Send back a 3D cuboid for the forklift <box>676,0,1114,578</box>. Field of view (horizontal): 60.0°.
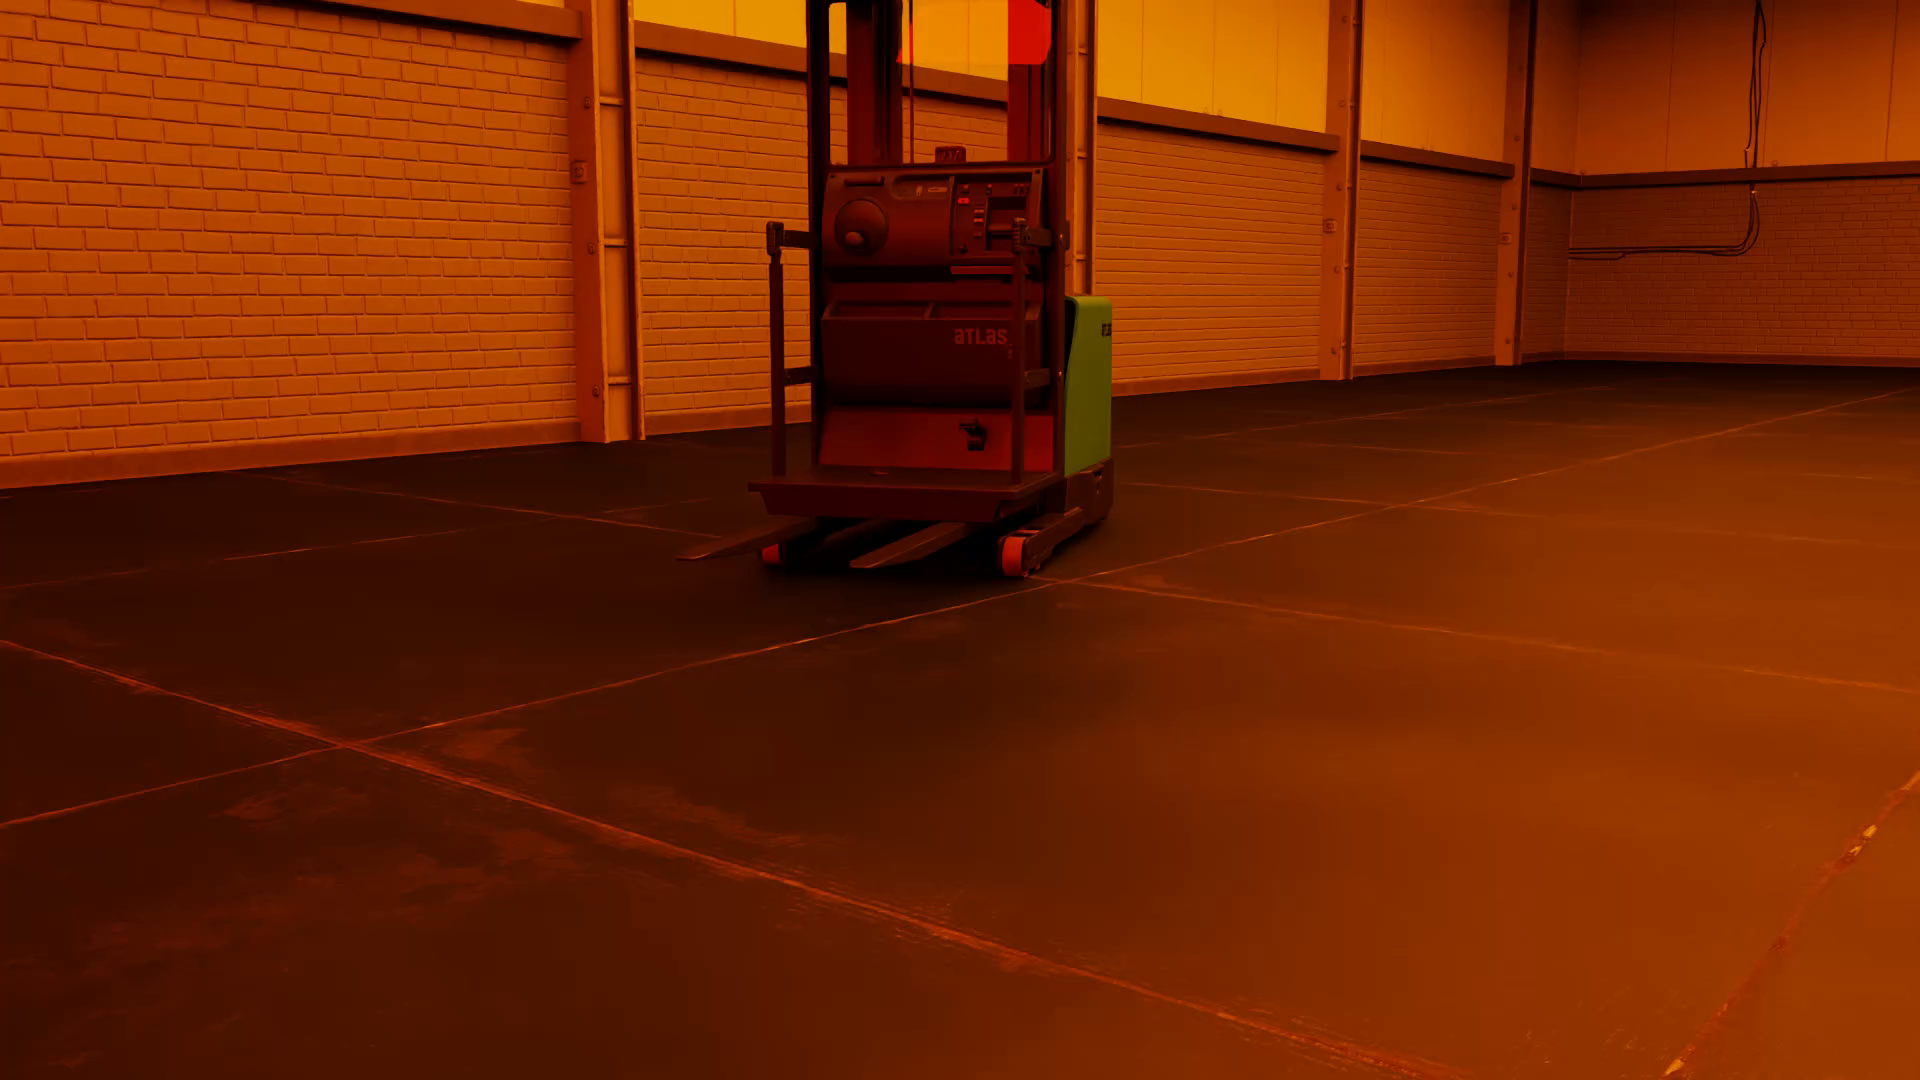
[{"bbox_3d":[-0.176,-1.366,6.616,1.130,2.935,3.031,3,9,17],"label":"forklift"}]
